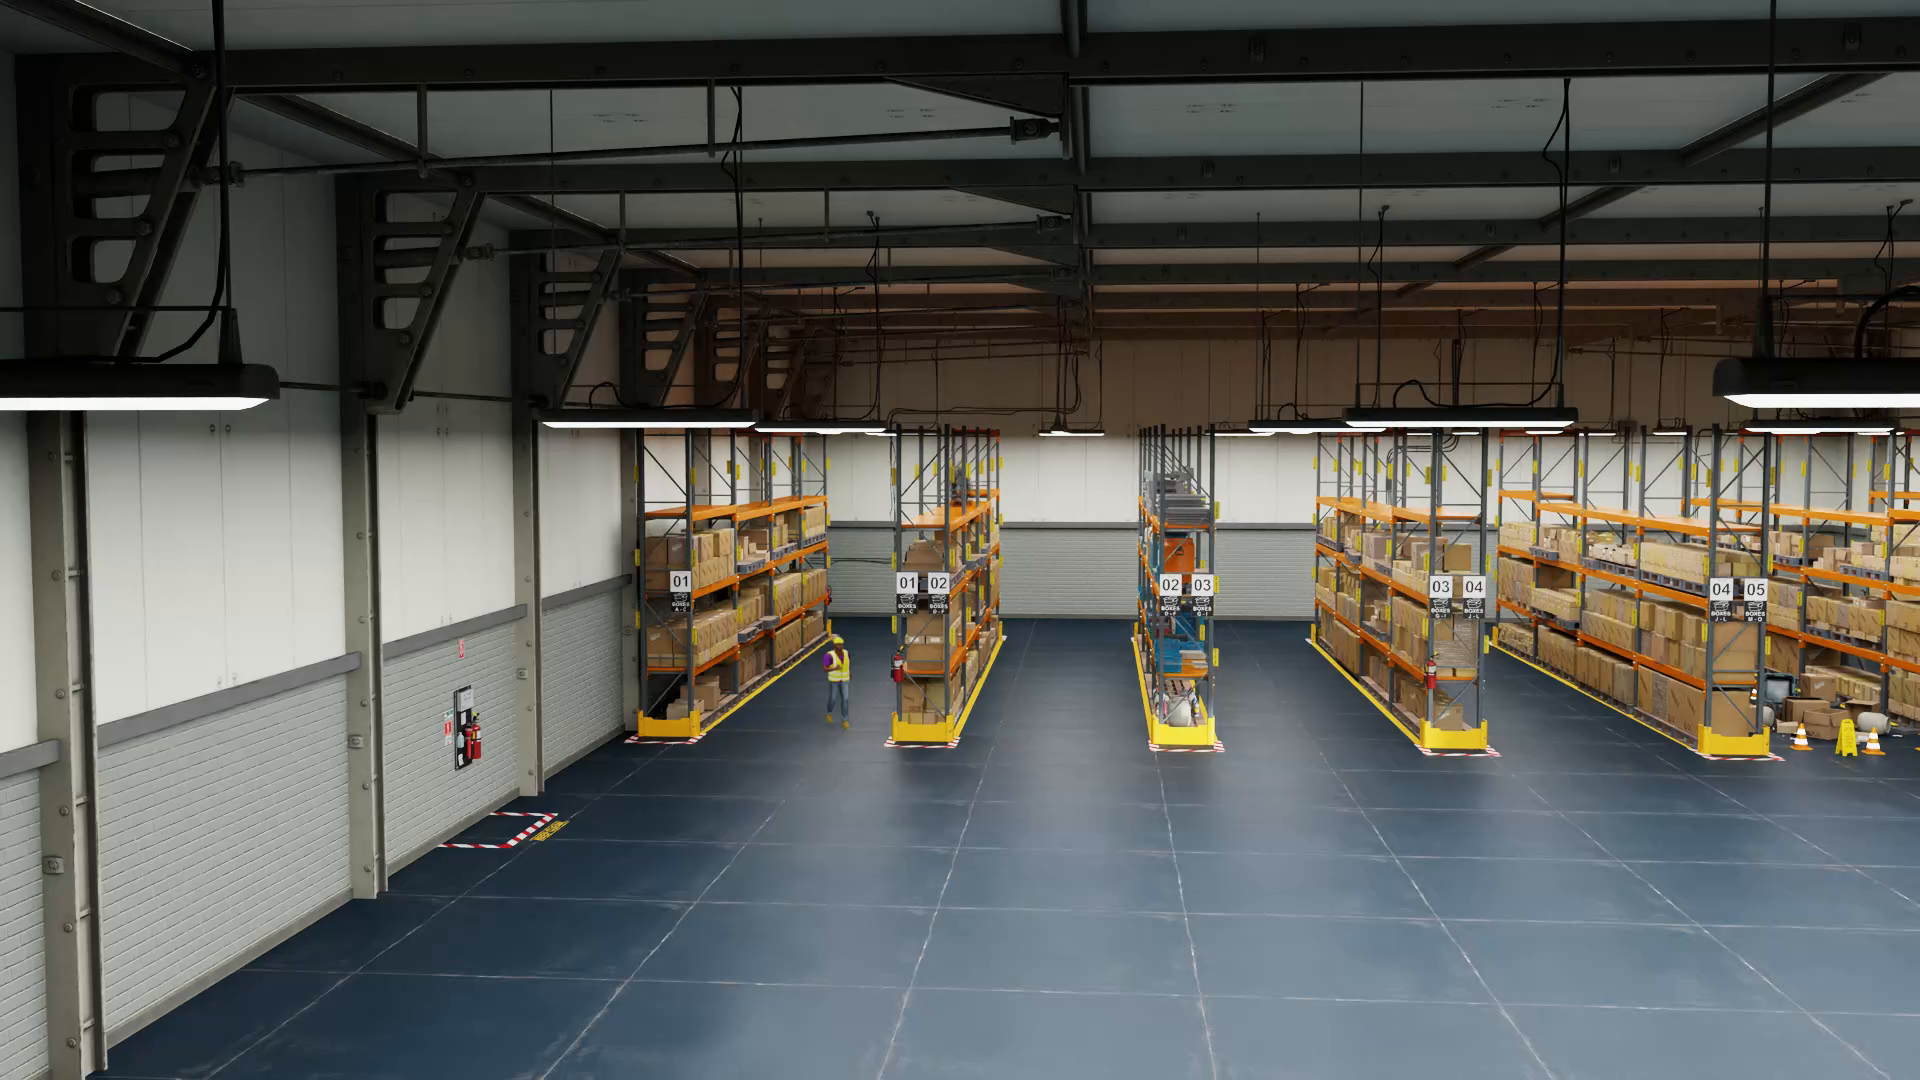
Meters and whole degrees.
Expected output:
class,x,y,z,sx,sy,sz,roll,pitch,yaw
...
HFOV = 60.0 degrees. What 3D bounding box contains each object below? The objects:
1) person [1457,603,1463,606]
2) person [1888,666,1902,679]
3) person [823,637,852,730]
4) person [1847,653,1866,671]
class,x,y,z,sx,sy,sz,roll,pitch,yaw
person,13.669,2.213,45.524,0.615,1.599,0.802,1,4,10
person,21.304,2.549,37.951,0.665,1.789,0.865,0,3,3
person,-2.424,2.804,32.967,0.688,1.781,0.950,-2,4,-24
person,21.631,2.434,40.226,0.564,1.696,0.858,0,3,-2
